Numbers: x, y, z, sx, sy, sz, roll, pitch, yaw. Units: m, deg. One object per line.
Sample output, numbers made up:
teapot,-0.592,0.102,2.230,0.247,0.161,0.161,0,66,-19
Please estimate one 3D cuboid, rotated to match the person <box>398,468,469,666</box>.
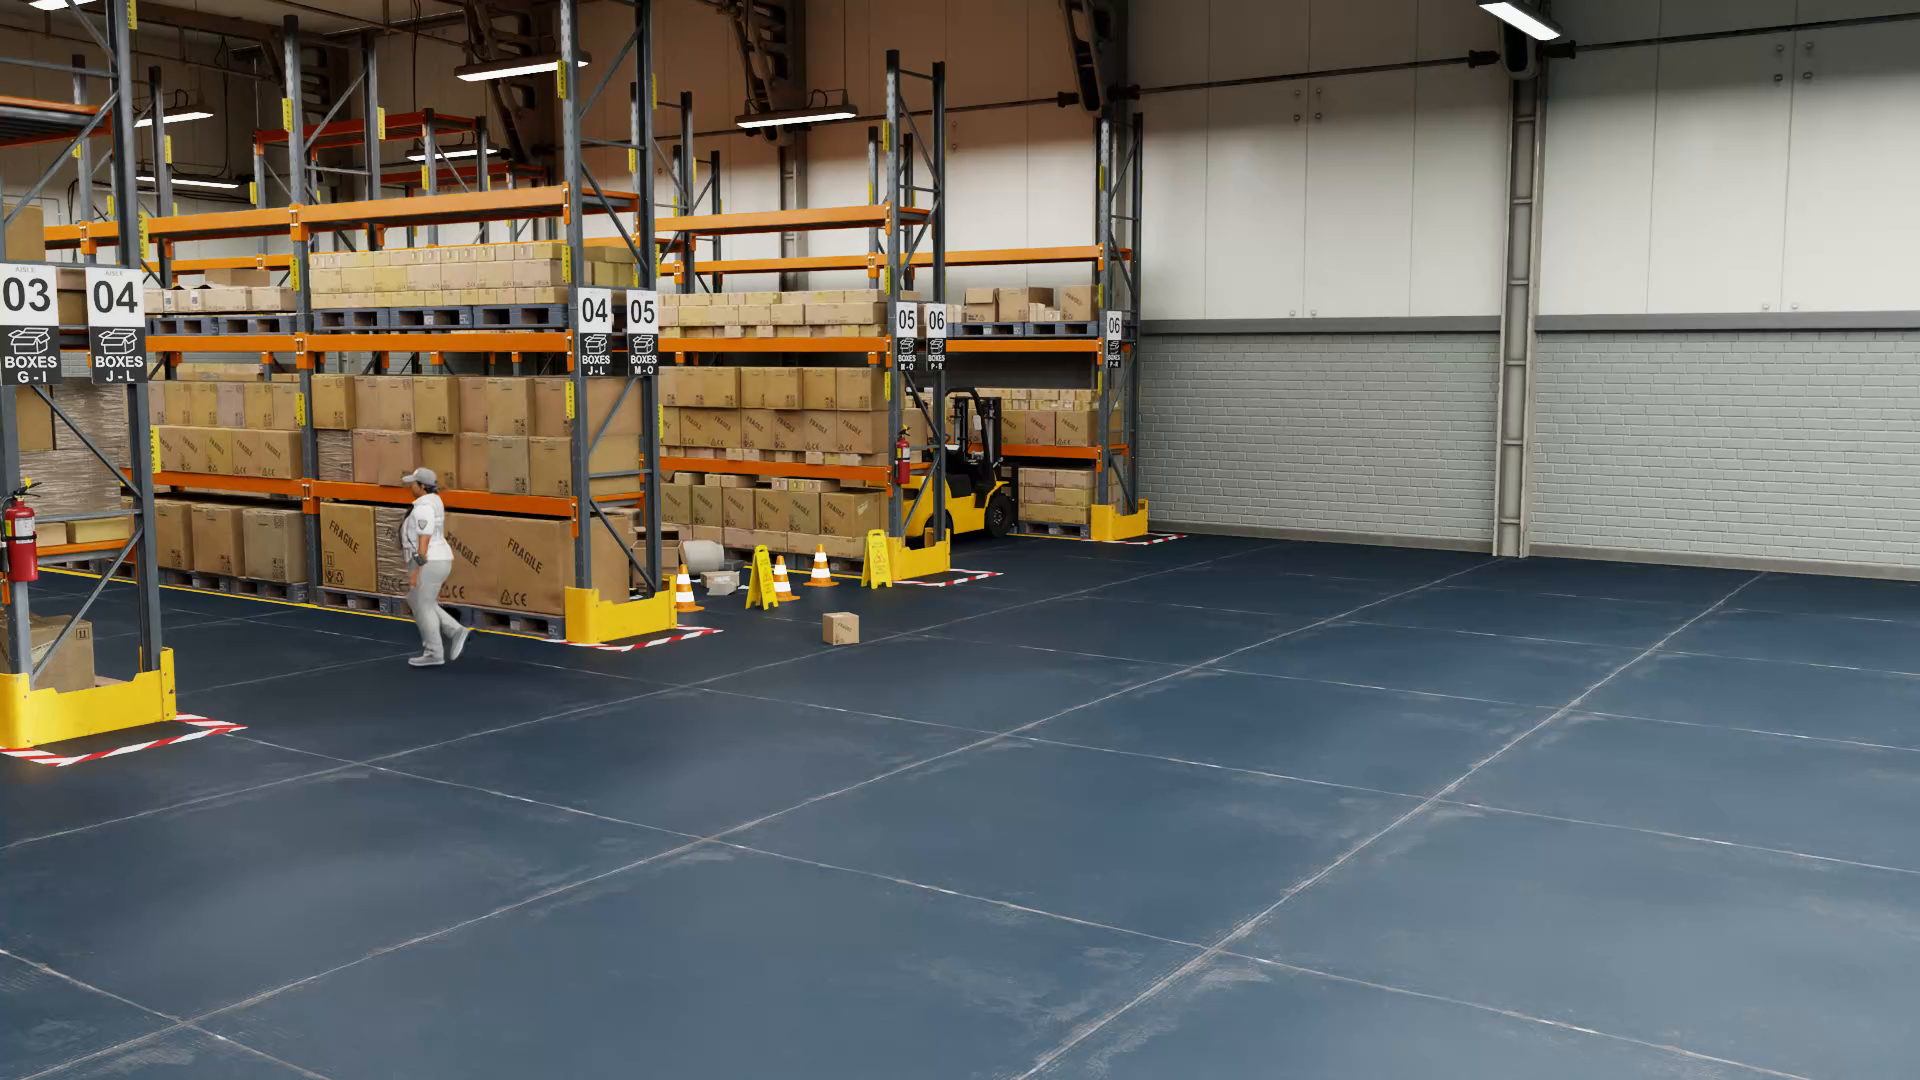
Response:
person,-4.391,0.219,13.881,0.496,1.651,0.490,-1,6,-6
